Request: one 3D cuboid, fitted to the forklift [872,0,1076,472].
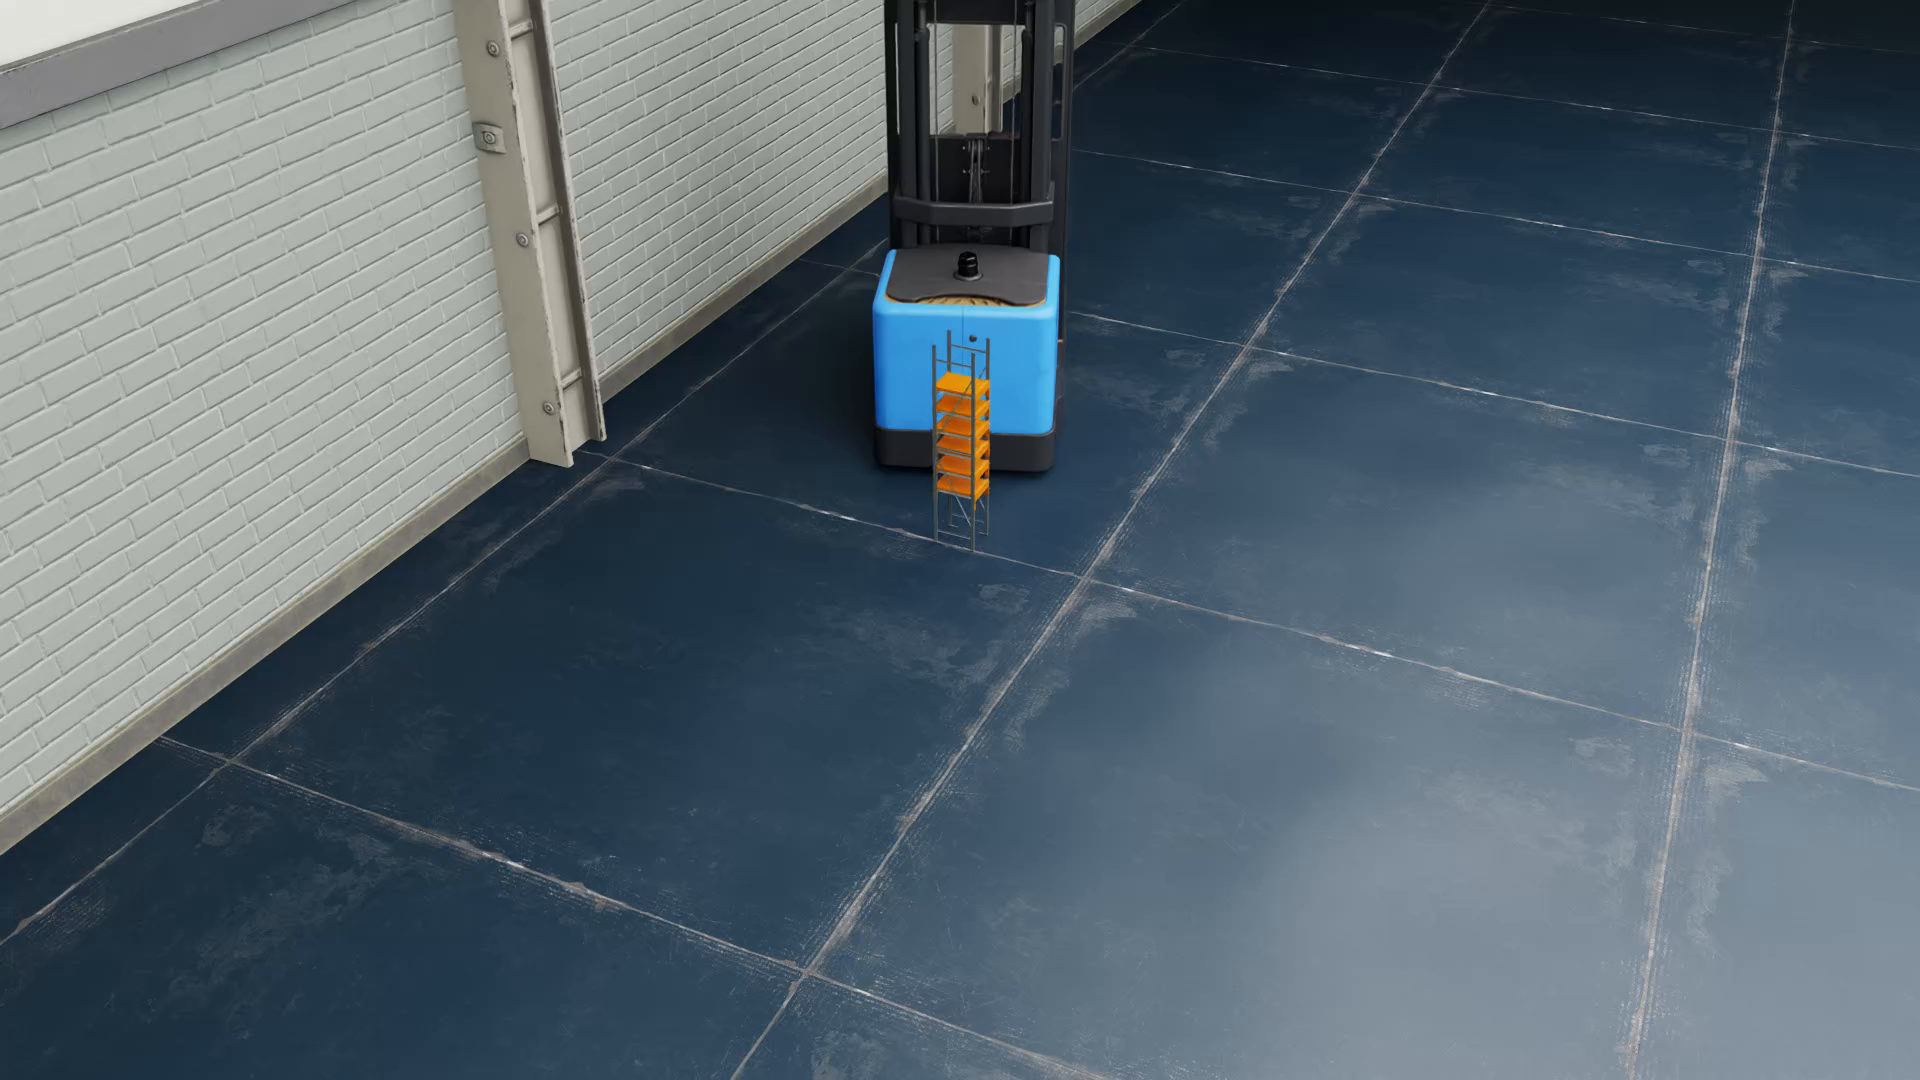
[{"bbox_3d":[0.131,-2.406,10.114,1.130,2.935,3.031,2,33,4],"label":"forklift"}]

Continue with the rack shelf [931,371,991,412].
[{"bbox_3d":[0.006,-0.773,8.627,0.258,0.103,0.180,14,36,20],"label":"rack shelf"}]

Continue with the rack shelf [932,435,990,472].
[{"bbox_3d":[0.006,-0.472,8.825,0.258,0.103,0.180,14,36,20],"label":"rack shelf"}]

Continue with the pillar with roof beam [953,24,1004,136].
[{"bbox_3d":[4.064,-6.321,10.552,9.100,9.000,0.400,14,36,20],"label":"pillar with roof beam"}]

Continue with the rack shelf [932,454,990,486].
[{"bbox_3d":[0.006,-0.371,8.891,0.258,0.103,0.180,14,36,20],"label":"rack shelf"}]

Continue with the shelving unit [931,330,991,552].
[{"bbox_3d":[0.006,-0.509,8.800,0.258,1.200,0.189,14,36,20],"label":"shelving unit"}]

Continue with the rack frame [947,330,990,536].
[{"bbox_3d":[0.044,-0.555,8.870,0.240,1.200,0.006,14,36,20],"label":"rack frame"}]

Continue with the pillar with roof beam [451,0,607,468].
[{"bbox_3d":[1.553,-3.333,5.995,9.100,9.000,0.400,14,36,20],"label":"pillar with roof beam"}]

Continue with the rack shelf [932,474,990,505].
[{"bbox_3d":[0.006,-0.271,8.956,0.258,0.103,0.180,14,36,20],"label":"rack shelf"}]

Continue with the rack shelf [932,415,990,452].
[{"bbox_3d":[0.006,-0.572,8.759,0.258,0.103,0.180,14,36,20],"label":"rack shelf"}]

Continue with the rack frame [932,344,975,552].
[{"bbox_3d":[-0.032,-0.463,8.731,0.240,1.200,0.006,14,36,20],"label":"rack frame"}]

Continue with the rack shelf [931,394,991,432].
[{"bbox_3d":[0.006,-0.673,8.693,0.258,0.103,0.180,14,36,20],"label":"rack shelf"}]
